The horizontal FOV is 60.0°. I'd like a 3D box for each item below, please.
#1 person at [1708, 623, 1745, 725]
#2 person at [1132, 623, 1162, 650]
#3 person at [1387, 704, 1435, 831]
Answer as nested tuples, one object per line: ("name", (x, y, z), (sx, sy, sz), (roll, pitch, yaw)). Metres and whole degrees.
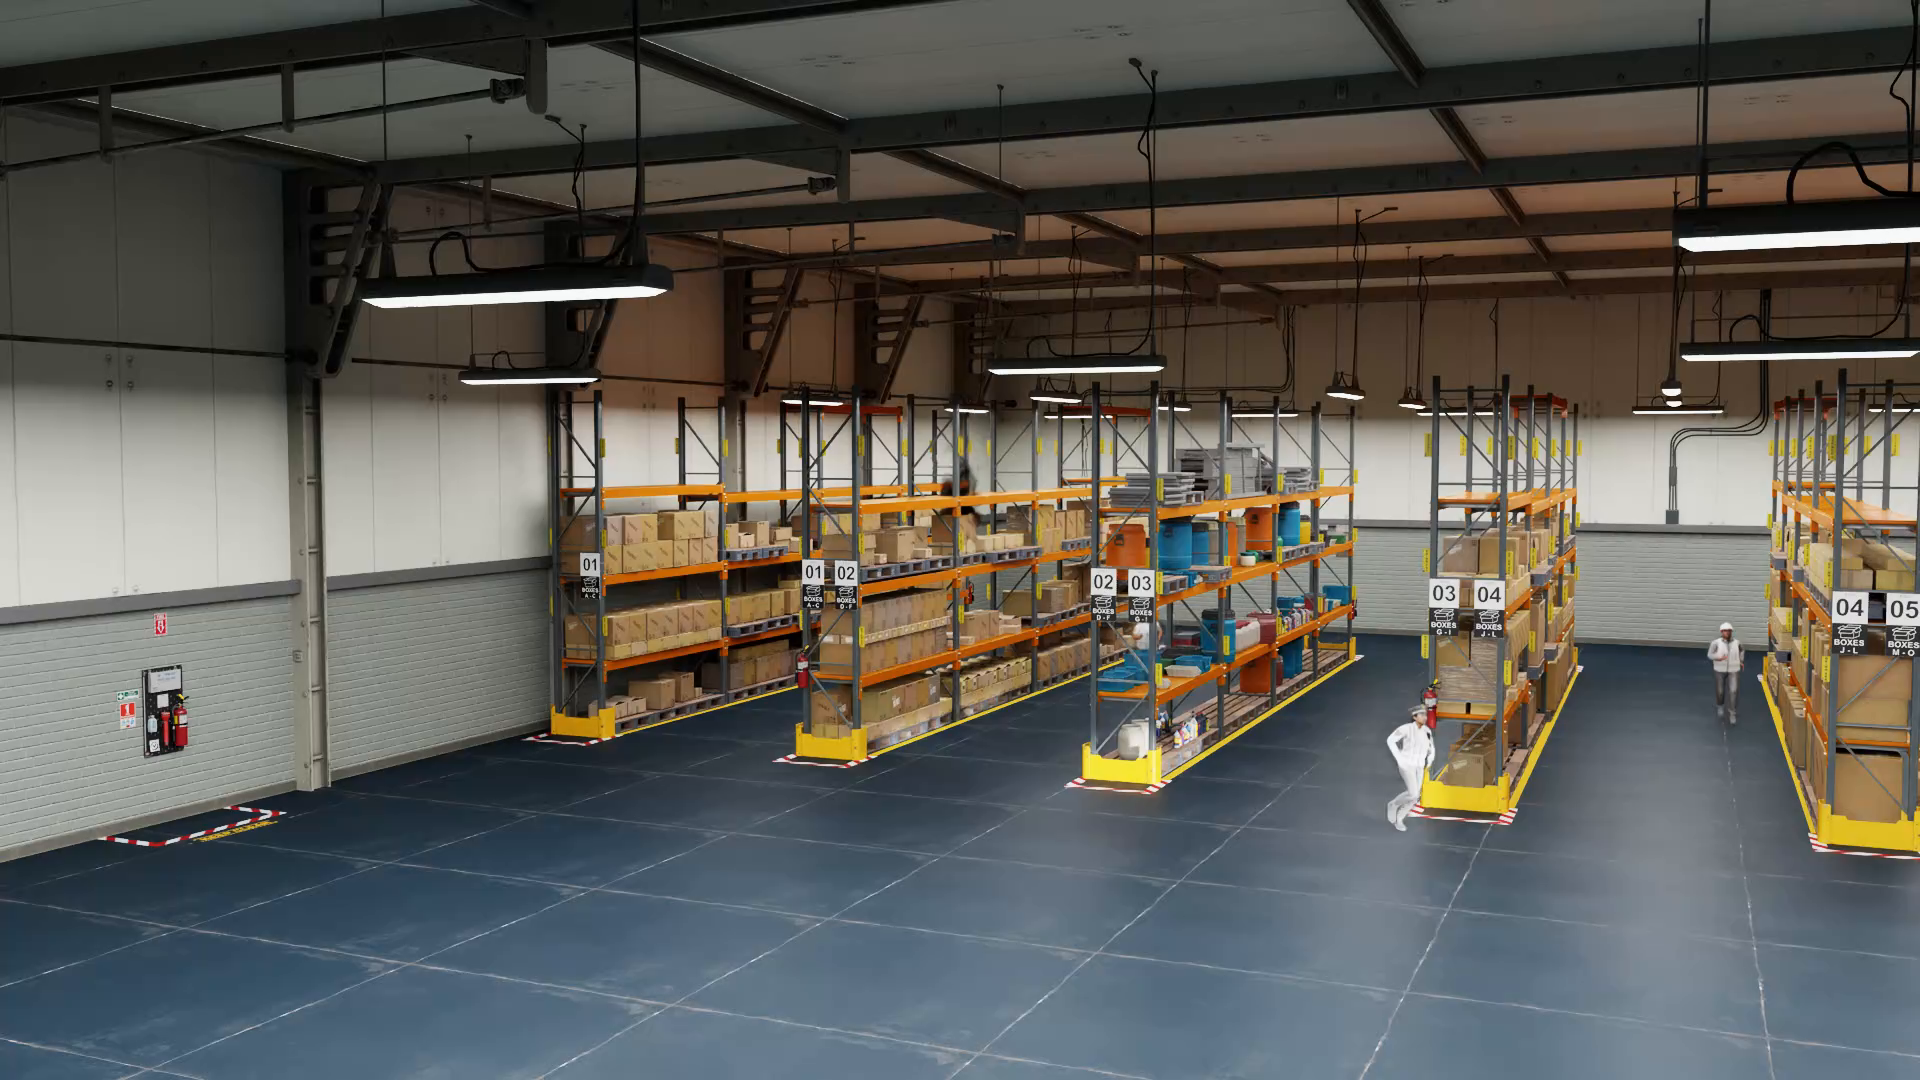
("person", (14.022, 2.412, 30.426), (0.645, 1.800, 0.918), (1, 3, 19))
("person", (3.842, 2.264, 34.170), (0.598, 1.688, 0.876), (1, 3, 11))
("person", (5.984, 2.983, 21.863), (0.621, 1.659, 0.505), (-1, 3, -24))
